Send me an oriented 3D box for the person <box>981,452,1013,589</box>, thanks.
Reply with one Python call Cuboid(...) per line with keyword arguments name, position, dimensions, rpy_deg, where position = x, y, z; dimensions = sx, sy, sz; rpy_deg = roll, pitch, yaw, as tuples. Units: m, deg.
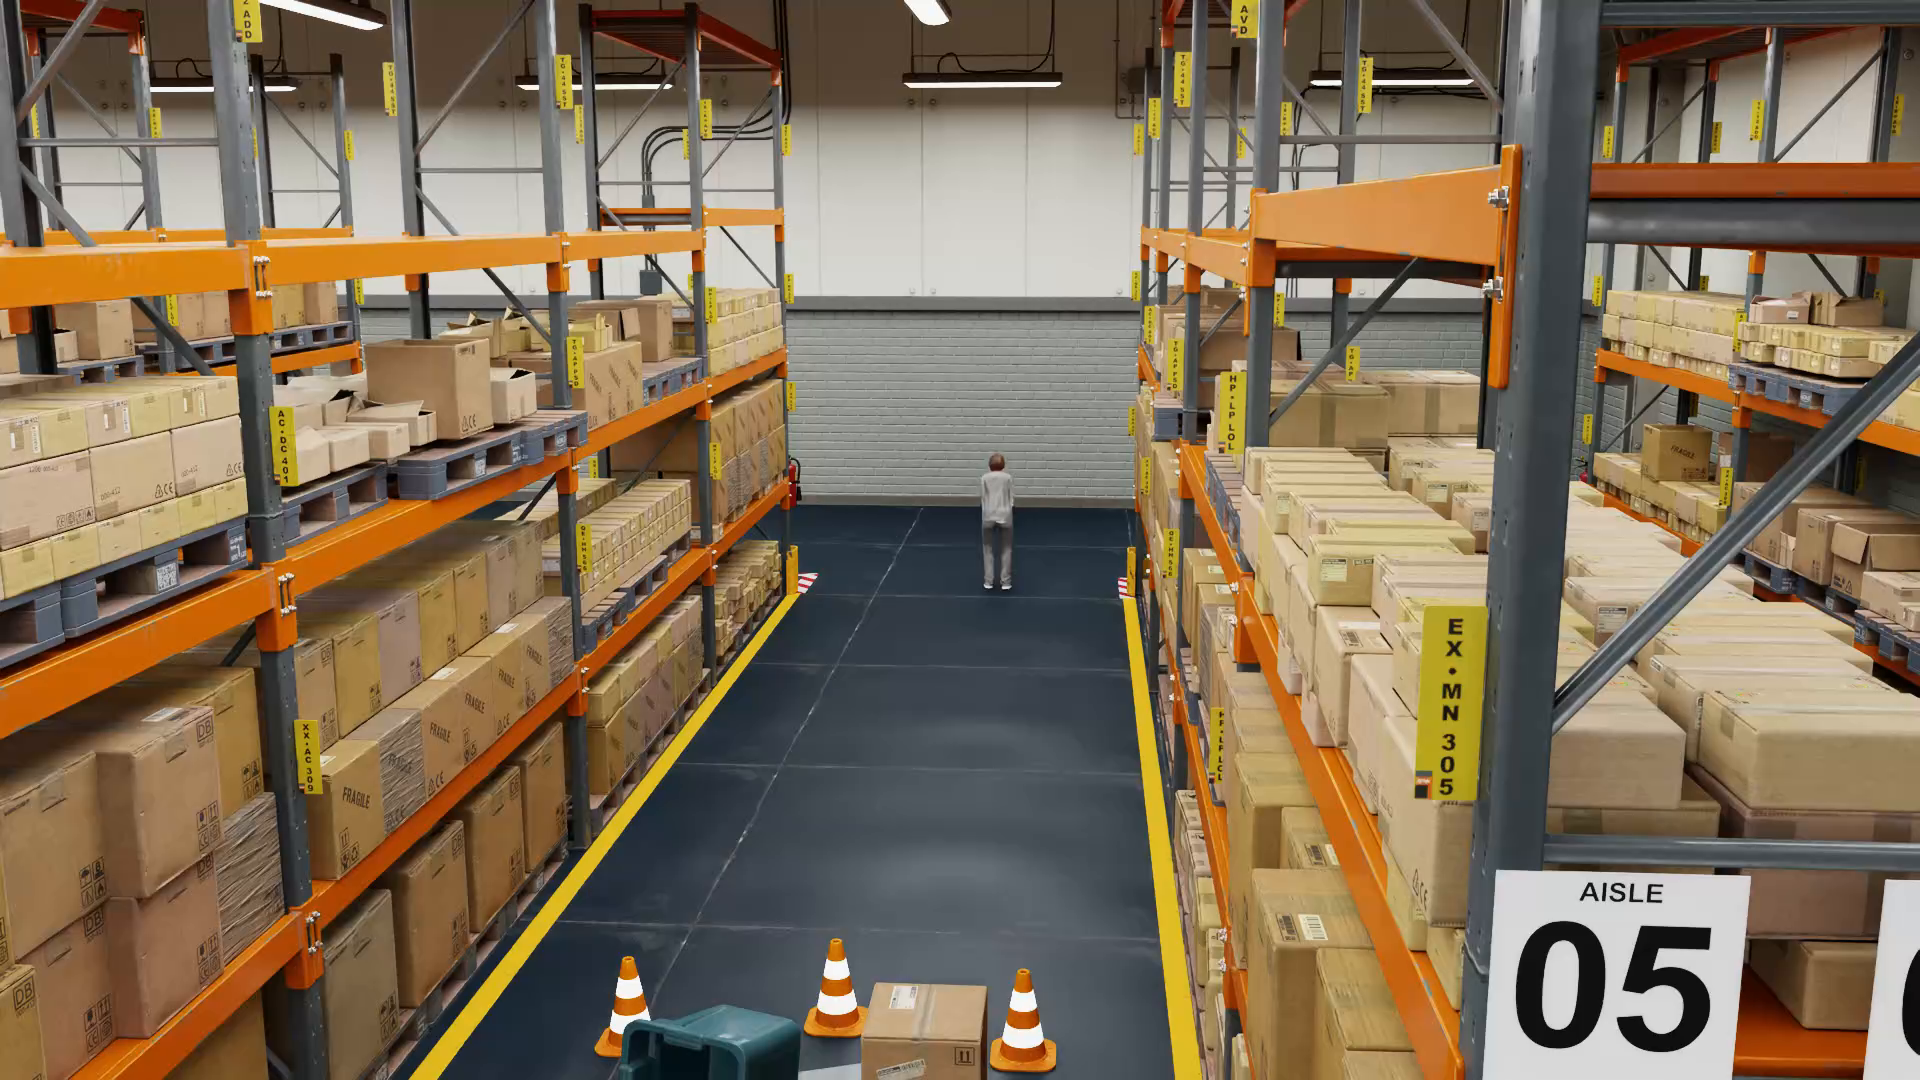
Cuboid(name="person", position=(0.428, -0.223, 19.183), dimensions=(0.373, 1.576, 0.527), rpy_deg=(1, 11, 3))
